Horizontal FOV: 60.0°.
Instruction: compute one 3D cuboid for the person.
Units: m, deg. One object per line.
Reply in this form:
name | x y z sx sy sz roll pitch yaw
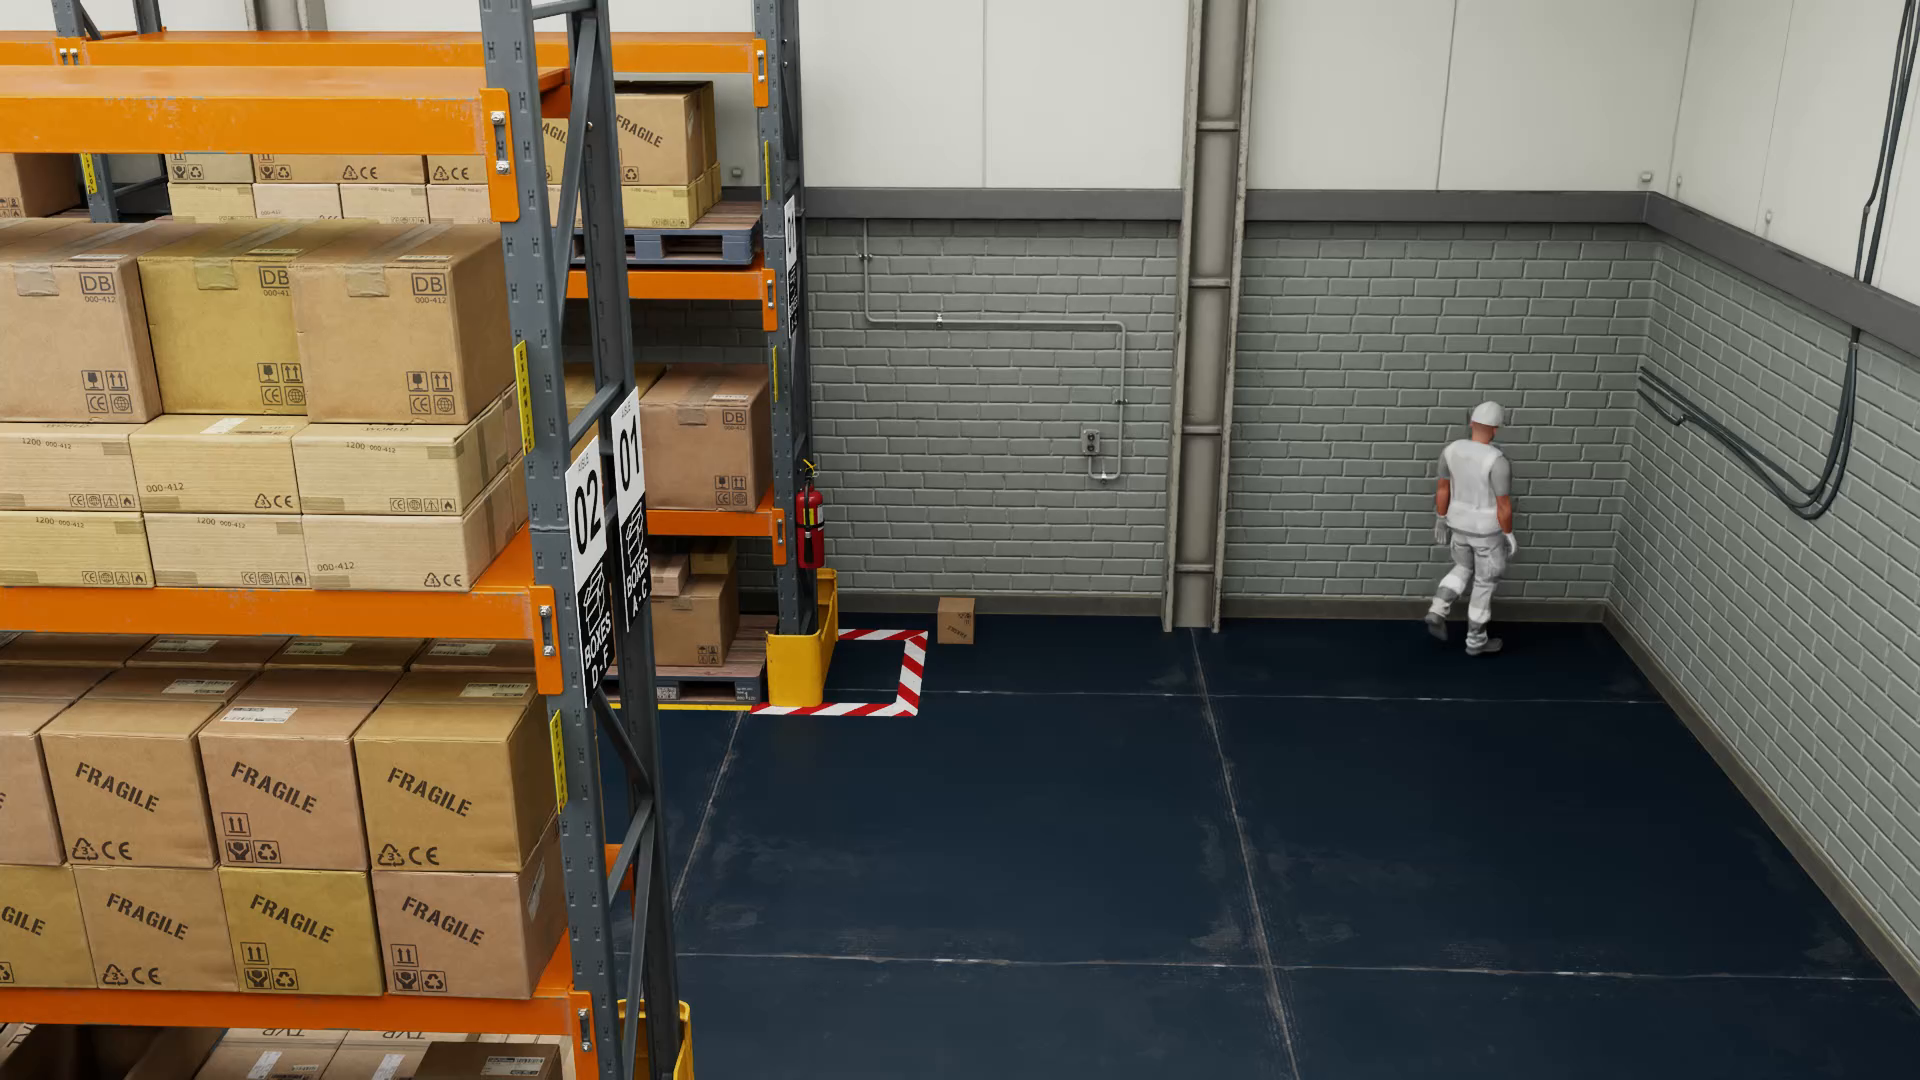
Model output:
person | 3.467 -0.073 11.189 0.534 1.778 0.567 -14 25 -33
